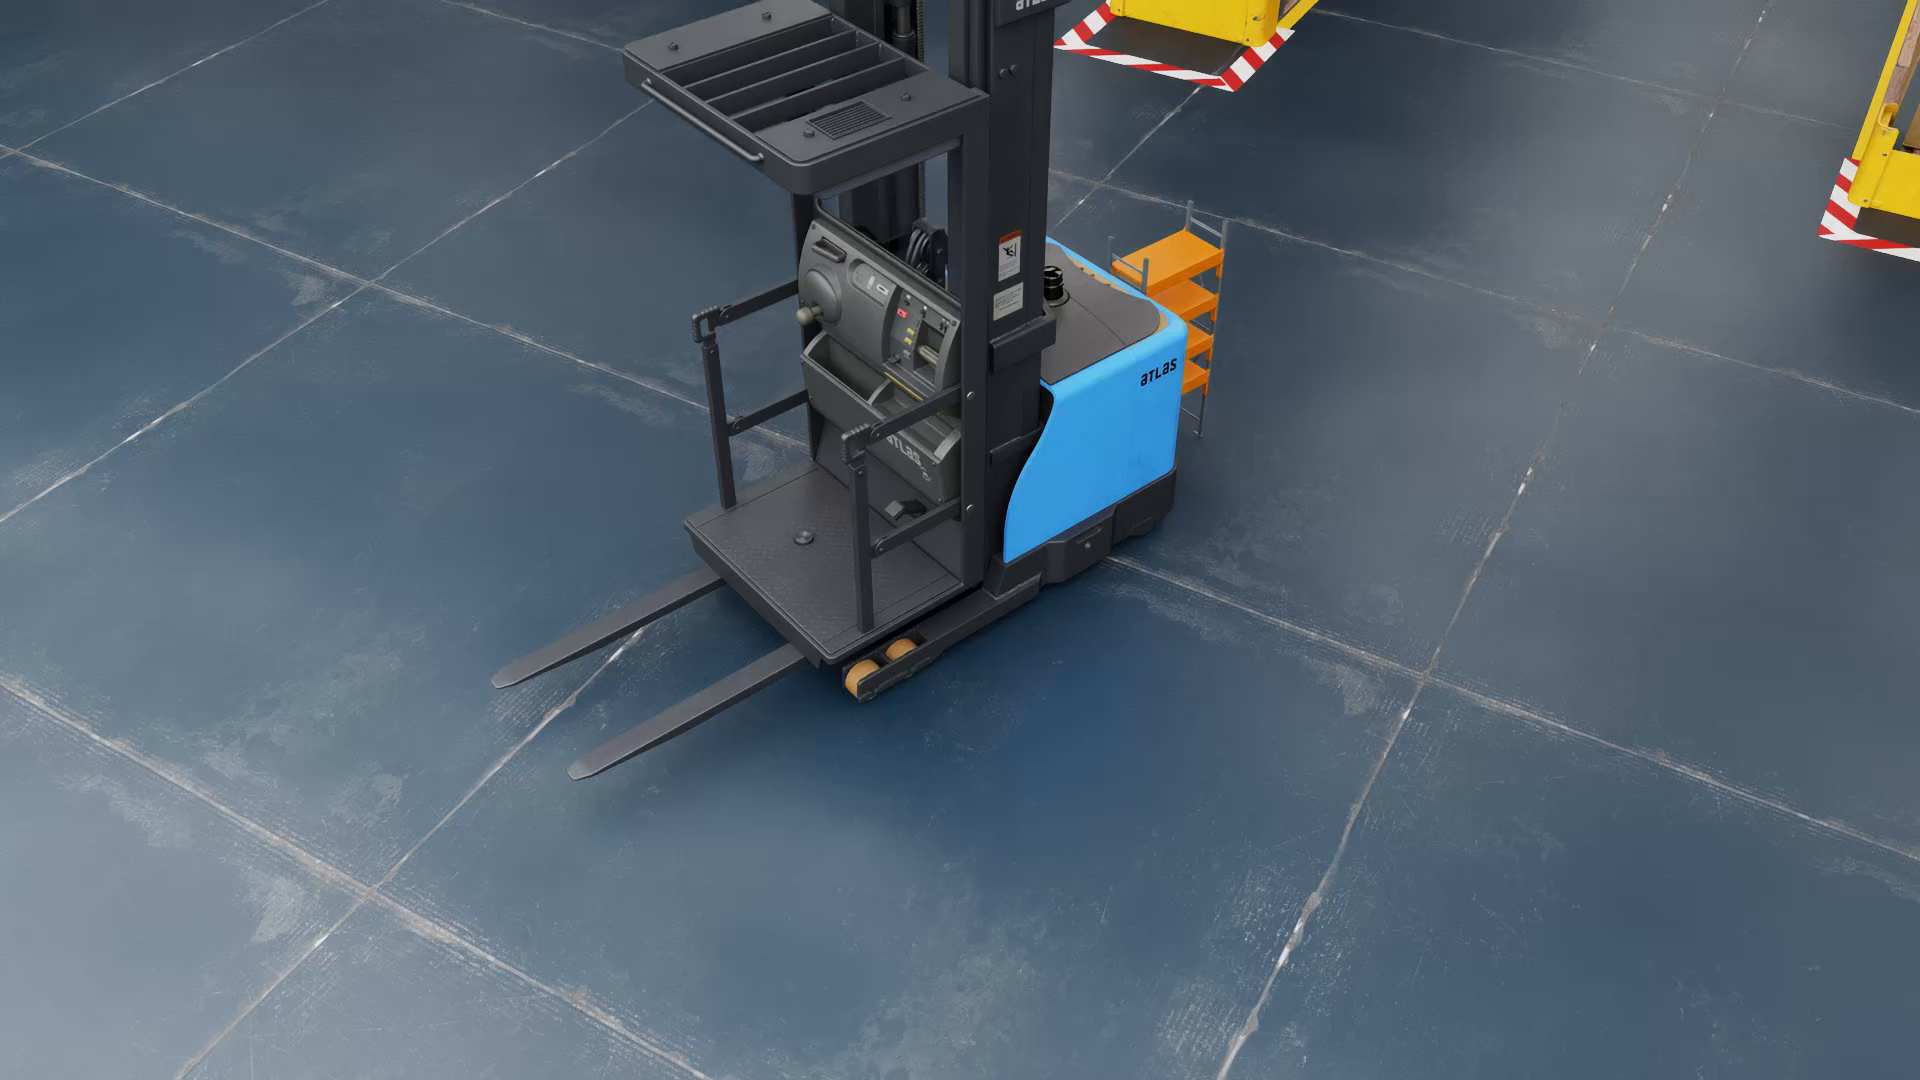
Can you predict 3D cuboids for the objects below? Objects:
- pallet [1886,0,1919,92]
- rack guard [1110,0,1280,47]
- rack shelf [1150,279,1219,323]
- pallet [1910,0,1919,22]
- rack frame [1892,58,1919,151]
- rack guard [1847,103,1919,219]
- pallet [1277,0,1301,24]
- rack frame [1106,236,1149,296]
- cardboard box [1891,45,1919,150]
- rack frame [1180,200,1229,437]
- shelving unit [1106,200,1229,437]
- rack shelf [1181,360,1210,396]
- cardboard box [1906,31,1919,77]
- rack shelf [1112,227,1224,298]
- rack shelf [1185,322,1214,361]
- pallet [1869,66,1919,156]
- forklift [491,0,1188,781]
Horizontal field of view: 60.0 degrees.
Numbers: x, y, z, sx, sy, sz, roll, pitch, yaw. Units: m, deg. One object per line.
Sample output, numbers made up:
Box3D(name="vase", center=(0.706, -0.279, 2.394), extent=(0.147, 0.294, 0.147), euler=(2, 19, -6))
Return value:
Box3D(name="pallet", center=(6.784, -3.172, 11.008), extent=(1.003, 0.211, 1.213), euler=(21, 45, 22))
Box3D(name="rack guard", center=(1.634, -3.843, 11.551), extent=(1.175, 0.500, 0.348), euler=(21, 45, 22))
Box3D(name="rack shelf", center=(0.918, -1.032, 7.593), extent=(0.480, 0.148, 0.258), euler=(-28, 49, -28))
Box3D(name="pallet", center=(7.393, -3.873, 11.804), extent=(1.003, 0.211, 1.213), euler=(21, 45, 22))
Box3D(name="rack frame", center=(5.840, -3.040, 8.748), extent=(1.000, 3.000, 0.127), euler=(21, 45, 22))
Box3D(name="rack guard", center=(5.828, -2.088, 9.558), extent=(1.175, 0.500, 0.348), euler=(21, 45, 22))
Box3D(name="pallet", center=(2.072, -4.188, 12.162), extent=(1.003, 0.211, 1.213), euler=(21, 45, 22))
Box3D(name="rack frame", center=(0.729, -0.812, 7.580), extent=(0.015, 1.200, 0.240), euler=(-28, 49, -28))
Box3D(name="cardboard box", center=(6.122, -2.810, 9.776), extent=(0.875, 0.875, 0.875), euler=(21, 46, 22))
Box3D(name="rack frame", center=(1.107, -1.016, 7.812), extent=(0.015, 1.200, 0.240), euler=(-28, 49, -28))
Box3D(name="shelving unit", center=(0.918, -0.914, 7.696), extent=(0.503, 1.200, 0.258), euler=(-28, 49, -28))
Box3D(name="rack shelf", center=(0.918, -0.715, 7.872), extent=(0.480, 0.148, 0.258), euler=(-28, 49, -28))
Box3D(name="cardboard box", center=(6.561, -3.314, 10.349), extent=(0.875, 0.875, 0.875), euler=(20, 45, 21))
Box3D(name="rack shelf", center=(0.918, -1.209, 7.436), extent=(0.480, 0.148, 0.258), euler=(-28, 49, -28))
Box3D(name="rack shelf", center=(0.918, -0.864, 7.740), extent=(0.480, 0.148, 0.258), euler=(-28, 49, -28))
Box3D(name="pallet", center=(6.172, -2.477, 10.218), extent=(1.003, 0.211, 1.213), euler=(21, 45, 22))
Box3D(name="forklift", center=(-0.483, -0.839, 6.301), extent=(3.031, 2.935, 1.130), euler=(-28, 49, -28))
